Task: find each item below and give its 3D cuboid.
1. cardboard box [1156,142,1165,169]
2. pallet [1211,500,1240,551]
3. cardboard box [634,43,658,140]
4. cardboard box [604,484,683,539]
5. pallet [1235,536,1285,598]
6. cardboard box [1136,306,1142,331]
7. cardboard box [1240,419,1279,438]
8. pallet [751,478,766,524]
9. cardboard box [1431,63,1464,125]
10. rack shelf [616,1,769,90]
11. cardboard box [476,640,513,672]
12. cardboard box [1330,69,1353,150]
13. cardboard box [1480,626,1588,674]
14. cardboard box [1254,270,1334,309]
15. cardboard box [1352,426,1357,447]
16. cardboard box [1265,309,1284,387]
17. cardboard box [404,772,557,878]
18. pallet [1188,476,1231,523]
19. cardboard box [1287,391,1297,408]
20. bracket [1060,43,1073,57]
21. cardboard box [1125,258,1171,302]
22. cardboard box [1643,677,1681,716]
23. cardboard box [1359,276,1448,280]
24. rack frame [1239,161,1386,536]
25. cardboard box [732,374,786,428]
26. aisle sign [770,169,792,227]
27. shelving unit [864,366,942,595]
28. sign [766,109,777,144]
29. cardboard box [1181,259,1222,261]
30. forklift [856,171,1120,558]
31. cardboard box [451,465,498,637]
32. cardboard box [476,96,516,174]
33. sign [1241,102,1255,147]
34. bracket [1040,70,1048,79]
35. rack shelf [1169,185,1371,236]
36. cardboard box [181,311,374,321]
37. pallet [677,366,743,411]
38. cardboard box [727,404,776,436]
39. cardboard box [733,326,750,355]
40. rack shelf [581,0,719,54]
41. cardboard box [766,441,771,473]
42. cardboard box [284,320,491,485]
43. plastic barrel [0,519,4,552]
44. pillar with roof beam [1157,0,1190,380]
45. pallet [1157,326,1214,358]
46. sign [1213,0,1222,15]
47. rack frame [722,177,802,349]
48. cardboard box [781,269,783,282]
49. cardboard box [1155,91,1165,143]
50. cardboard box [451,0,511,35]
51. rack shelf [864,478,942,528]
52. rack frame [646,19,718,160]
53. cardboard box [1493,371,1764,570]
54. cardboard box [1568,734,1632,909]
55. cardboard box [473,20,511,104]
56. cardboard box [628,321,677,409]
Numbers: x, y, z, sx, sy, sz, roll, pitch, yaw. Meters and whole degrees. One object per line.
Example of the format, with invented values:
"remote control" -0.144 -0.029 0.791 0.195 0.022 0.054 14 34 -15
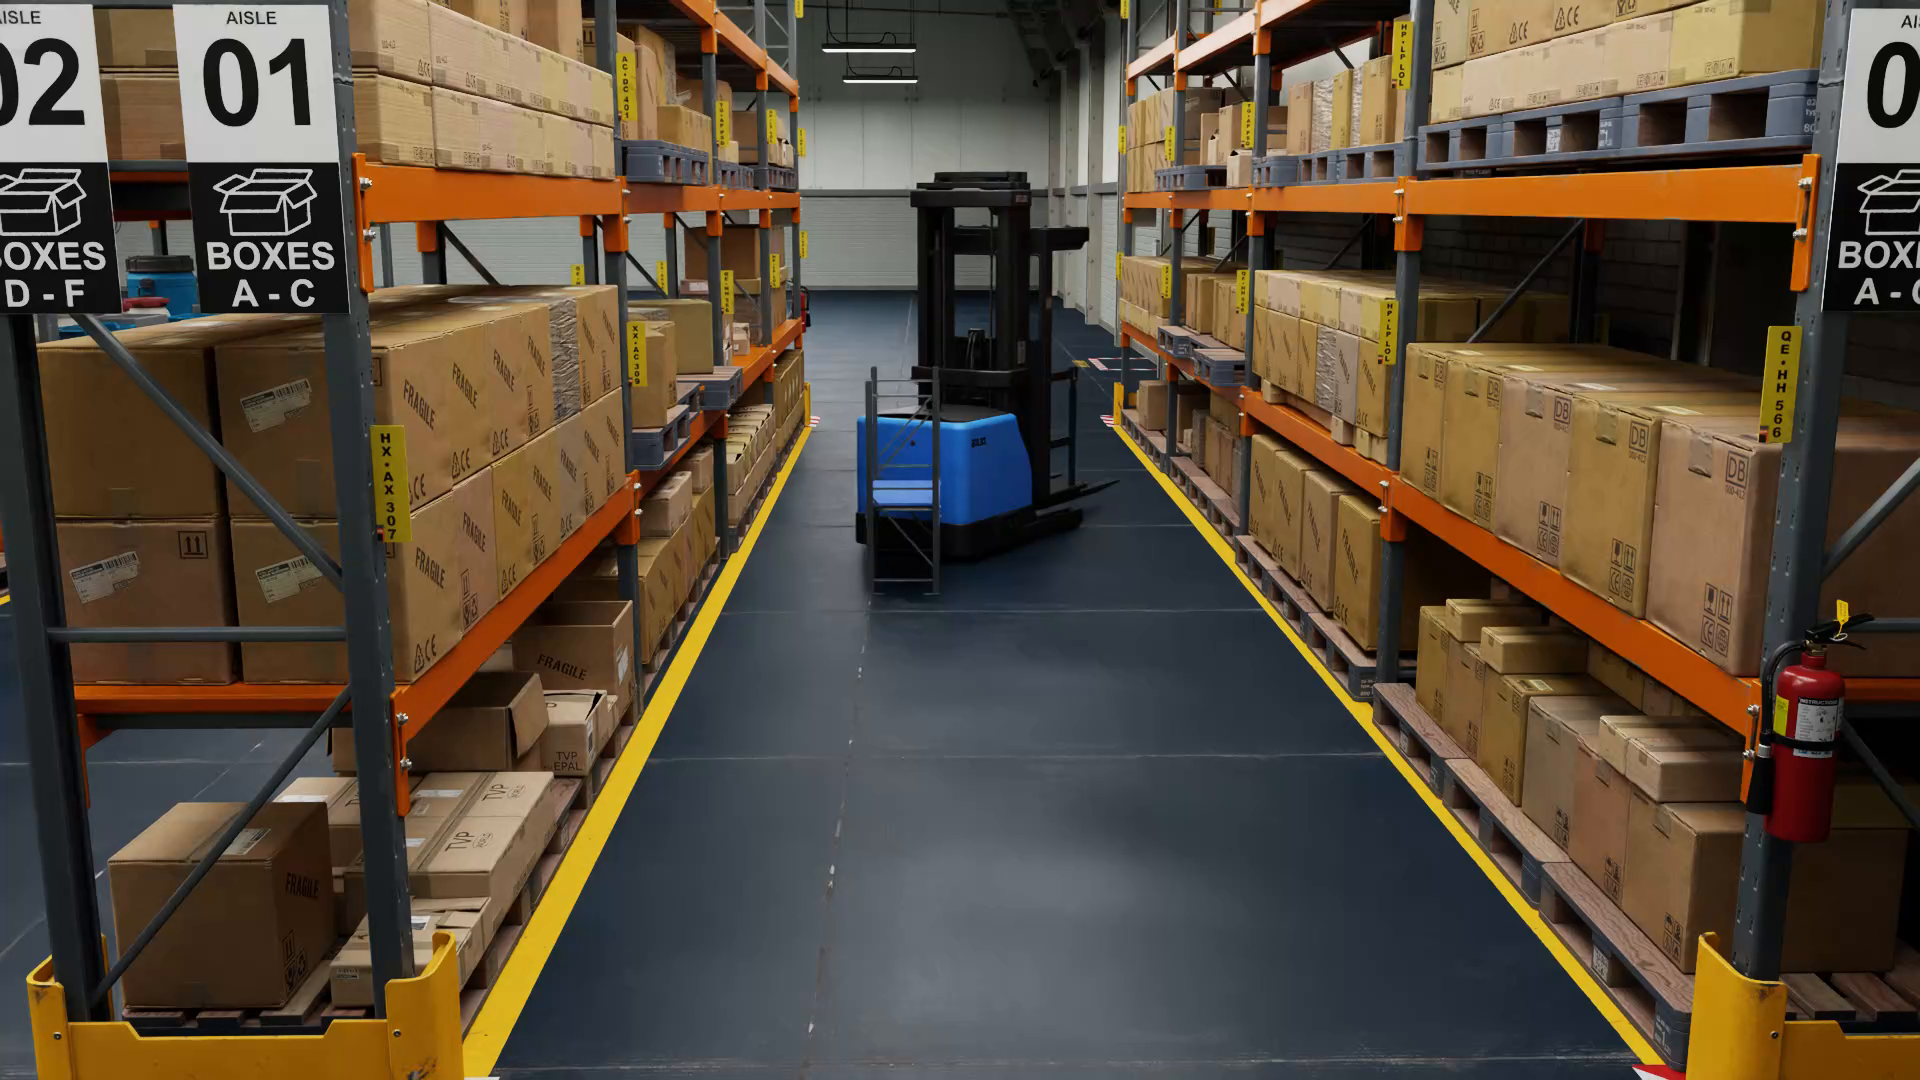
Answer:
"cardboard box" 2.331 -3.863 17.208 0.500 0.500 0.500 -1 12 -6
"pallet" 2.654 -0.127 13.656 1.003 0.211 1.213 0 11 -1
"cardboard box" -2.168 -2.662 10.032 0.600 0.600 0.600 -1 11 -3
"cardboard box" -1.988 -0.177 10.179 0.500 0.250 0.500 0 11 -1
"pallet" 2.610 0.185 12.117 1.003 0.211 1.213 0 11 -1
"cardboard box" 2.234 -2.462 18.477 0.500 0.250 0.500 0 11 -1
"cardboard box" 2.652 -0.953 14.008 0.500 0.250 0.500 0 11 0
"pallet" -2.284 -0.357 14.787 1.003 0.211 1.213 0 11 -1
"cardboard box" 2.502 -2.057 7.677 0.500 0.250 0.500 0 11 -1
"rack shelf" -2.325 -4.107 13.984 1.077 0.370 4.000 0 11 -1
"cardboard box" -2.409 0.664 8.398 0.500 0.311 0.500 0 11 -1
"cardboard box" 2.798 -2.762 10.727 0.700 0.500 0.500 0 11 2
"cardboard box" 2.500 0.479 7.251 0.380 0.149 0.250 -1 11 -3
"cardboard box" 2.421 -1.814 12.019 0.500 0.250 0.500 0 11 0
"cardboard box" 2.472 -0.598 9.544 0.380 0.149 0.250 0 11 1
"cardboard box" 2.424 -1.342 11.578 0.500 0.500 0.500 0 11 1
"cardboard box" -1.867 1.097 6.419 0.500 0.250 0.500 0 11 -1
"pallet" 2.632 -0.369 14.849 1.003 0.211 1.213 0 11 -1
"cardboard box" 2.490 -1.006 11.556 0.380 0.149 0.250 0 11 -2
"bracket" 2.594 -11.672 39.407 0.076 0.066 4.783 0 11 -1
"cardboard box" 2.213 -3.038 19.432 0.500 0.500 0.500 0 11 -1
"cardboard box" 2.900 0.637 6.473 0.380 0.149 0.250 0 11 0
"cardboard box" 2.952 -1.617 11.048 0.500 0.250 0.500 -1 11 -3
"rack frame" 2.669 -1.339 12.614 1.000 3.000 0.127 0 11 -1
"cardboard box" -2.063 -1.432 17.047 0.500 0.500 0.500 0 11 -1
"aisle sign" -2.157 -4.196 20.160 0.394 0.787 0.004 0 11 -1
"shelving unit" -0.404 -0.453 12.018 0.538 1.500 1.048 0 11 -1
"sign" -1.824 -3.995 16.068 0.100 0.325 0.005 0 11 -1
"cardboard box" 2.741 -2.937 18.933 0.500 0.500 0.500 -1 11 -3
"forklift" 0.383 -1.549 13.823 1.130 2.935 3.031 7 13 31
"cardboard box" -1.880 0.032 5.606 0.500 0.500 0.500 0 11 -2
"cardboard box" -1.884 -1.426 5.876 0.500 0.250 0.500 0 11 -1
"sign" 2.126 -3.060 12.255 0.100 0.325 0.005 0 11 -1
"bracket" 2.416 -13.377 47.810 0.235 0.232 0.430 0 11 -1
"rack shelf" 2.627 -2.854 14.346 1.077 0.370 4.000 0 11 -1
"cardboard box" -2.429 -0.557 5.995 0.500 0.500 0.500 0 11 0
"pallet" -2.200 -1.089 11.866 1.213 0.211 1.003 0 11 -1
"cardboard box" -2.072 -1.167 16.214 0.500 0.311 0.500 0 11 -1
"cardboard box" -2.165 -1.873 15.584 0.396 0.266 0.258 -1 11 -3
"rack shelf" -2.243 -3.312 10.065 1.077 0.370 4.000 0 11 -1
"cardboard box" -2.060 -0.789 15.764 0.500 0.250 0.500 0 11 -2
"cardboard box" -1.883 -0.460 5.514 0.500 0.500 0.500 0 11 -1
"plastic barrel" -7.209 -0.343 12.108 0.600 0.830 0.708 0 11 -1
"pillar with roof beam" -1.045 -6.908 24.979 9.100 9.000 0.400 0 11 -1
"pallet" 2.456 -1.887 15.800 1.003 0.211 1.213 0 11 -1
"sign" 3.059 -6.403 19.738 0.100 0.325 0.005 0 11 -1
"rack frame" -2.449 -2.908 20.348 1.000 3.000 0.127 0 11 -1
"cardboard box" -2.236 -3.047 19.150 0.380 0.149 0.250 0 11 0
"cardboard box" 2.283 -4.361 17.148 0.500 0.500 0.500 0 11 2
"cardboard box" -2.106 -2.137 6.238 0.700 0.500 0.500 0 11 -1
"rack shelf" -0.404 -0.276 12.054 0.538 0.185 1.000 0 11 -1
"rack frame" -2.284 -4.258 11.913 1.000 3.000 0.127 0 11 -1
"cardboard box" 2.781 -0.293 6.704 0.980 0.700 0.700 -1 11 -4
"cardboard box" 2.709 1.033 6.156 0.700 0.500 0.500 0 11 -1
"cardboard box" -1.889 -1.671 5.826 0.500 0.250 0.500 0 11 -1
"cardboard box" -2.065 -1.009 9.680 0.700 0.500 0.500 2 12 8
